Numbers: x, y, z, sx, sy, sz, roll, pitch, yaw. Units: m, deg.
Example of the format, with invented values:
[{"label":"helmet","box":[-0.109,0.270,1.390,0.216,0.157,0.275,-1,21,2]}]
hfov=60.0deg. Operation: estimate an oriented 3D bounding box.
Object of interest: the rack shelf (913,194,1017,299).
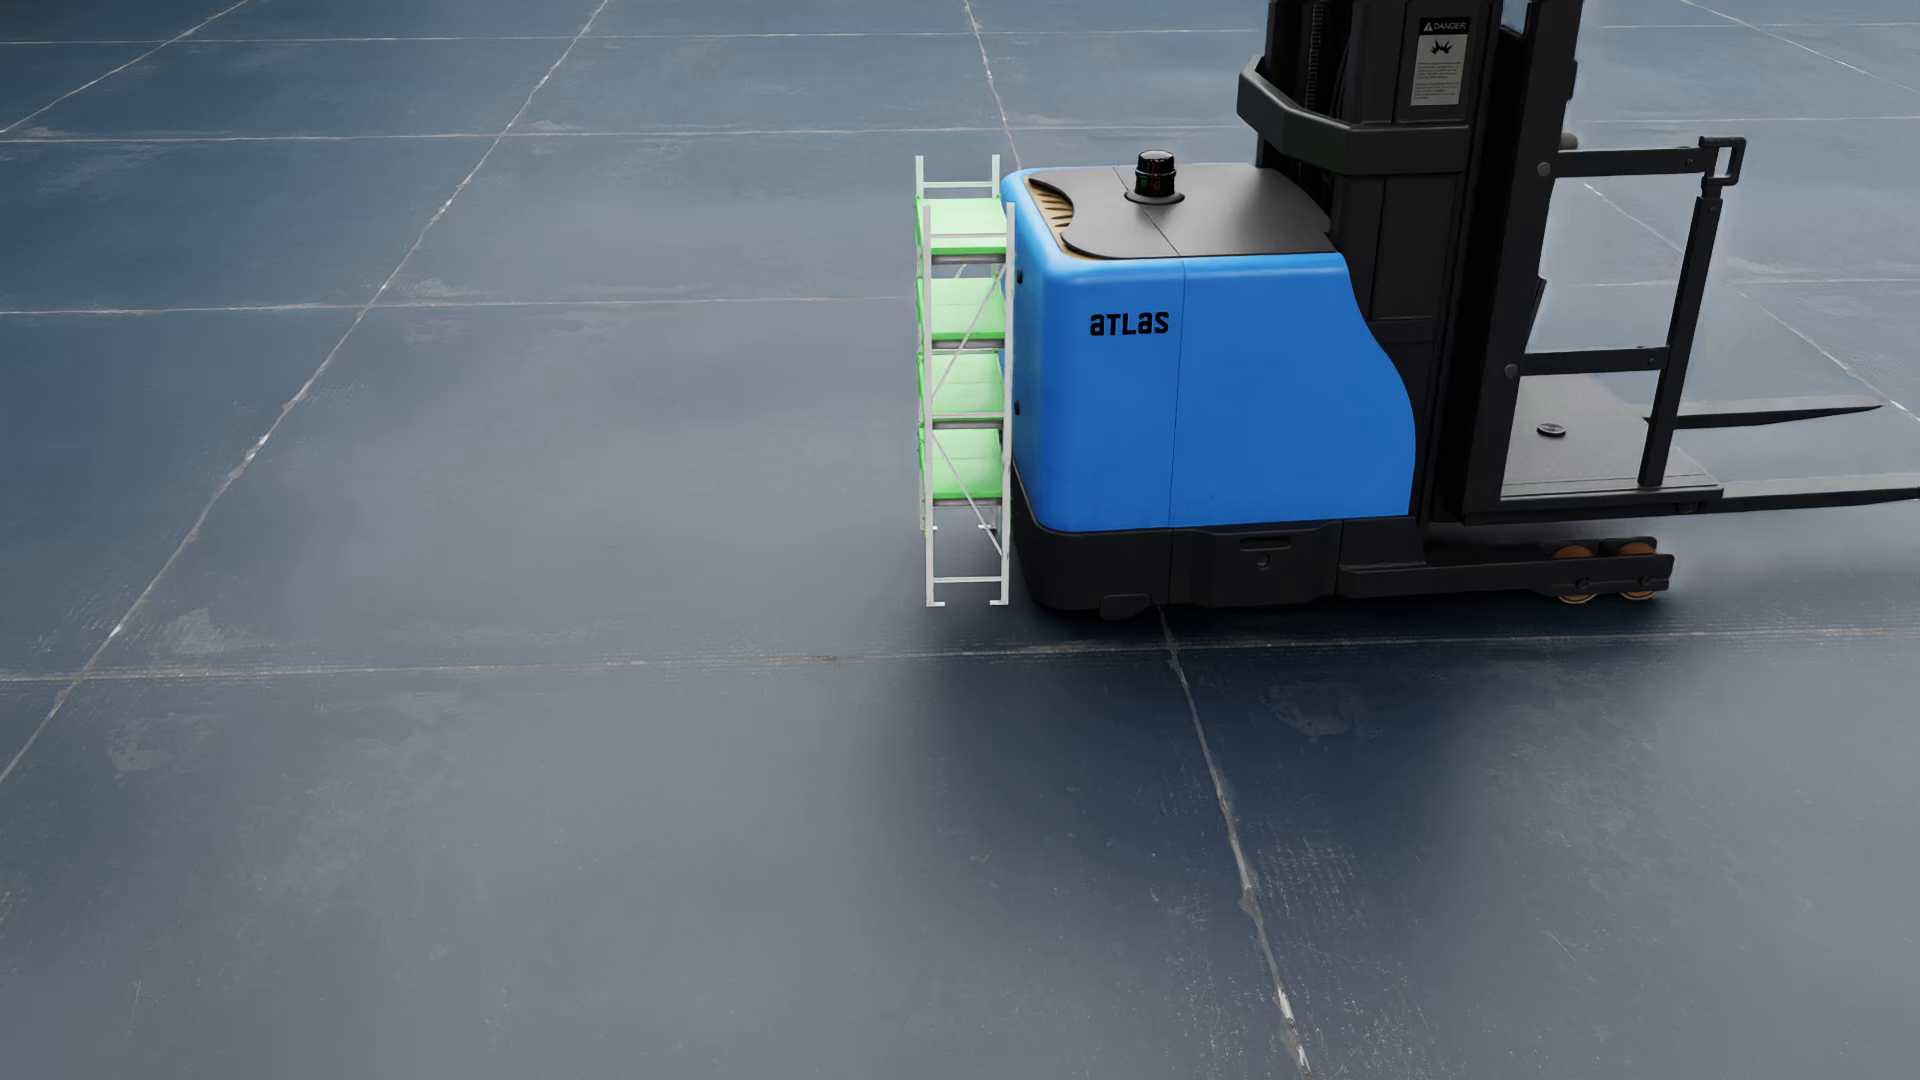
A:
[{"label":"rack shelf","box":[0.008,-0.825,4.633,0.258,0.148,0.480,-2,28,-3]}]

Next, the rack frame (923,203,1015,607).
[{"label":"rack frame","box":[0.022,-0.343,4.610,0.240,1.200,0.015,-2,28,-3]}]

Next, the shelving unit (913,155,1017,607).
[{"label":"shelving unit","box":[0.008,-0.456,4.826,0.258,1.200,0.503,-2,28,-3]}]

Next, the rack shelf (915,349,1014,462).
[{"label":"rack shelf","box":[0.008,-0.399,4.855,0.258,0.148,0.480,-2,28,-3]}]

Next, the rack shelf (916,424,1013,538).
[{"label":"rack shelf","box":[0.007,-0.186,4.966,0.258,0.148,0.480,-2,28,-3]}]

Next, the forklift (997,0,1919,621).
[{"label":"forklift","box":[1.661,-1.352,4.674,3.031,2.935,1.130,-3,28,-6]}]

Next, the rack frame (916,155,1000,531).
[{"label":"rack frame","box":[-0.007,-0.568,5.042,0.240,1.200,0.015,-2,28,-3]}]

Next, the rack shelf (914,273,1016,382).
[{"label":"rack shelf","box":[0.008,-0.612,4.744,0.258,0.148,0.480,-2,28,-3]}]
